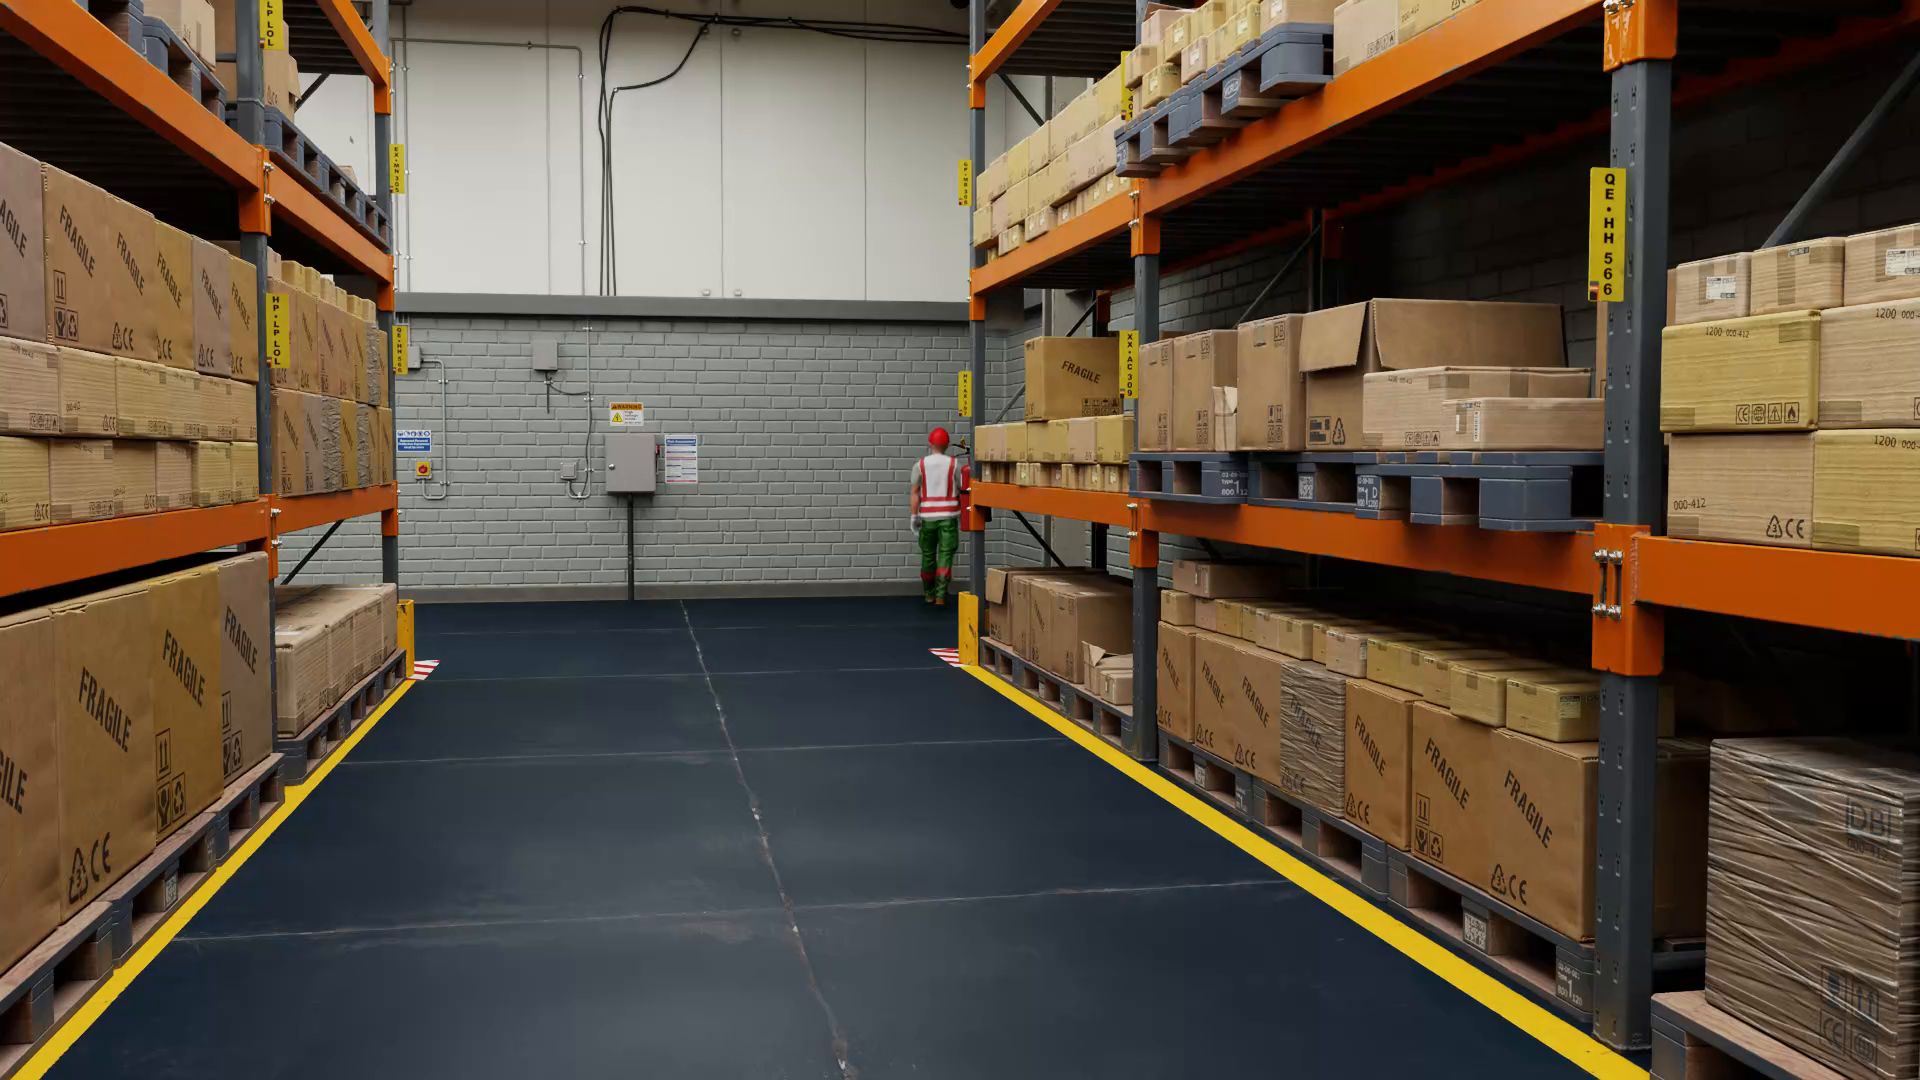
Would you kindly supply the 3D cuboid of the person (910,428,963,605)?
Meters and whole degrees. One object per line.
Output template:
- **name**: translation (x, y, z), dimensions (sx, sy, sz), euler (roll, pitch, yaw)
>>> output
- **person**: translation (-0.192, -0.230, 16.336), dimensions (0.538, 1.746, 0.978), euler (0, 3, 9)
